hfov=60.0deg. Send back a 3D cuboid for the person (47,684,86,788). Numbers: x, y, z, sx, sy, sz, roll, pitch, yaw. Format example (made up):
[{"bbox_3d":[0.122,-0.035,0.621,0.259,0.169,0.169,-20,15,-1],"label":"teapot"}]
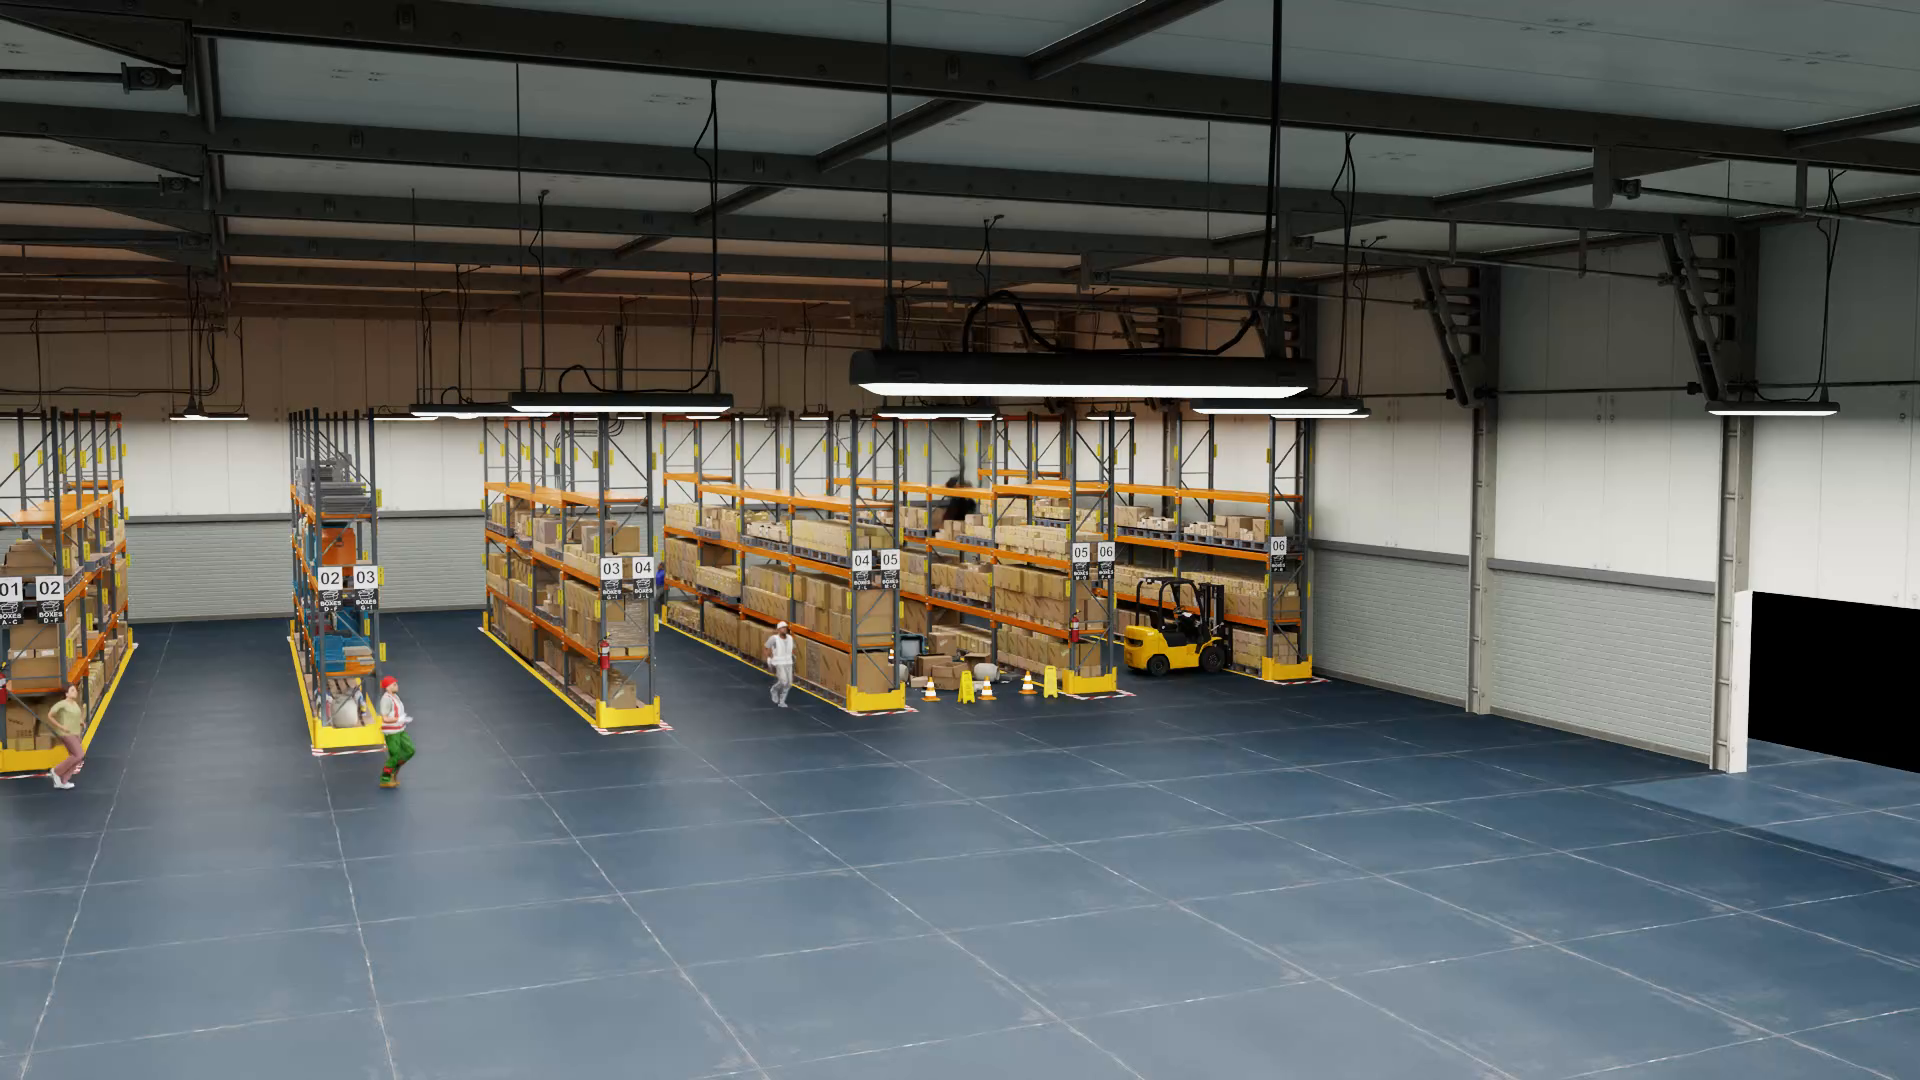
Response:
[{"bbox_3d":[-13.999,3.075,26.153,0.453,1.616,0.613,0,4,4],"label":"person"}]

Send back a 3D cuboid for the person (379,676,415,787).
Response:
[{"bbox_3d":[-8.818,3.005,26.087,0.593,1.750,0.615,0,4,2],"label":"person"}]

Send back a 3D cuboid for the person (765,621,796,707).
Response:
[{"bbox_3d":[-3.549,2.507,33.476,0.651,1.735,0.522,-3,5,-38],"label":"person"}]

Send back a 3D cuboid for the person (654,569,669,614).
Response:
[{"bbox_3d":[-8.738,1.516,48.845,0.664,1.361,0.591,-3,5,-38],"label":"person"}]
